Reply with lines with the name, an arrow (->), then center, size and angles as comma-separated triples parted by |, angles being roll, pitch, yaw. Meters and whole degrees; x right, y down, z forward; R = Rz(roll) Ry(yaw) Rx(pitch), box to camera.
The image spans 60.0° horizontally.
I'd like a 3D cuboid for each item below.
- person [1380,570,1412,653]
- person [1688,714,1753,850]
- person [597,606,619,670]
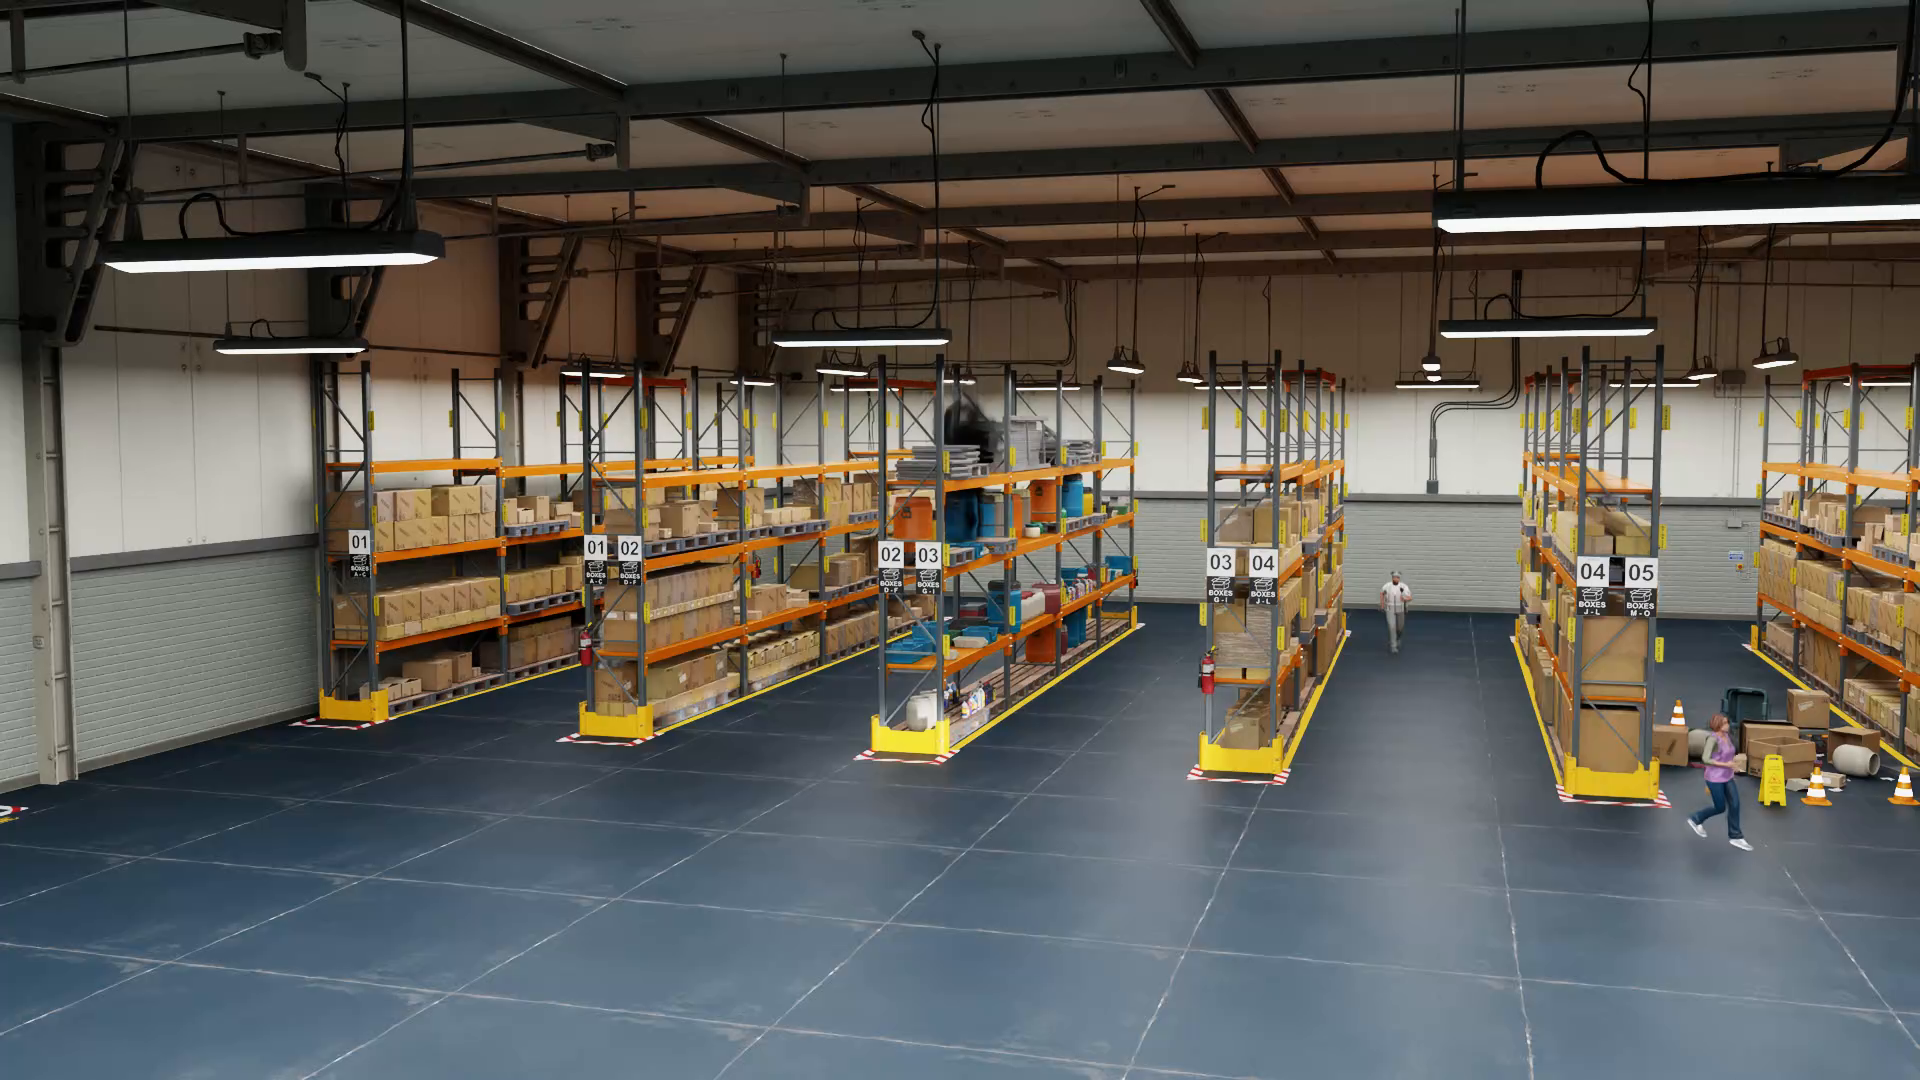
person -> 9.446, 1.526, 36.068 | 0.665, 1.760, 0.939 | 1, 4, 11
person -> 8.938, 2.828, 19.604 | 0.574, 1.580, 0.794 | -3, 5, -38
person -> -6.225, 2.043, 29.731 | 0.584, 1.754, 0.775 | 1, 4, 19
